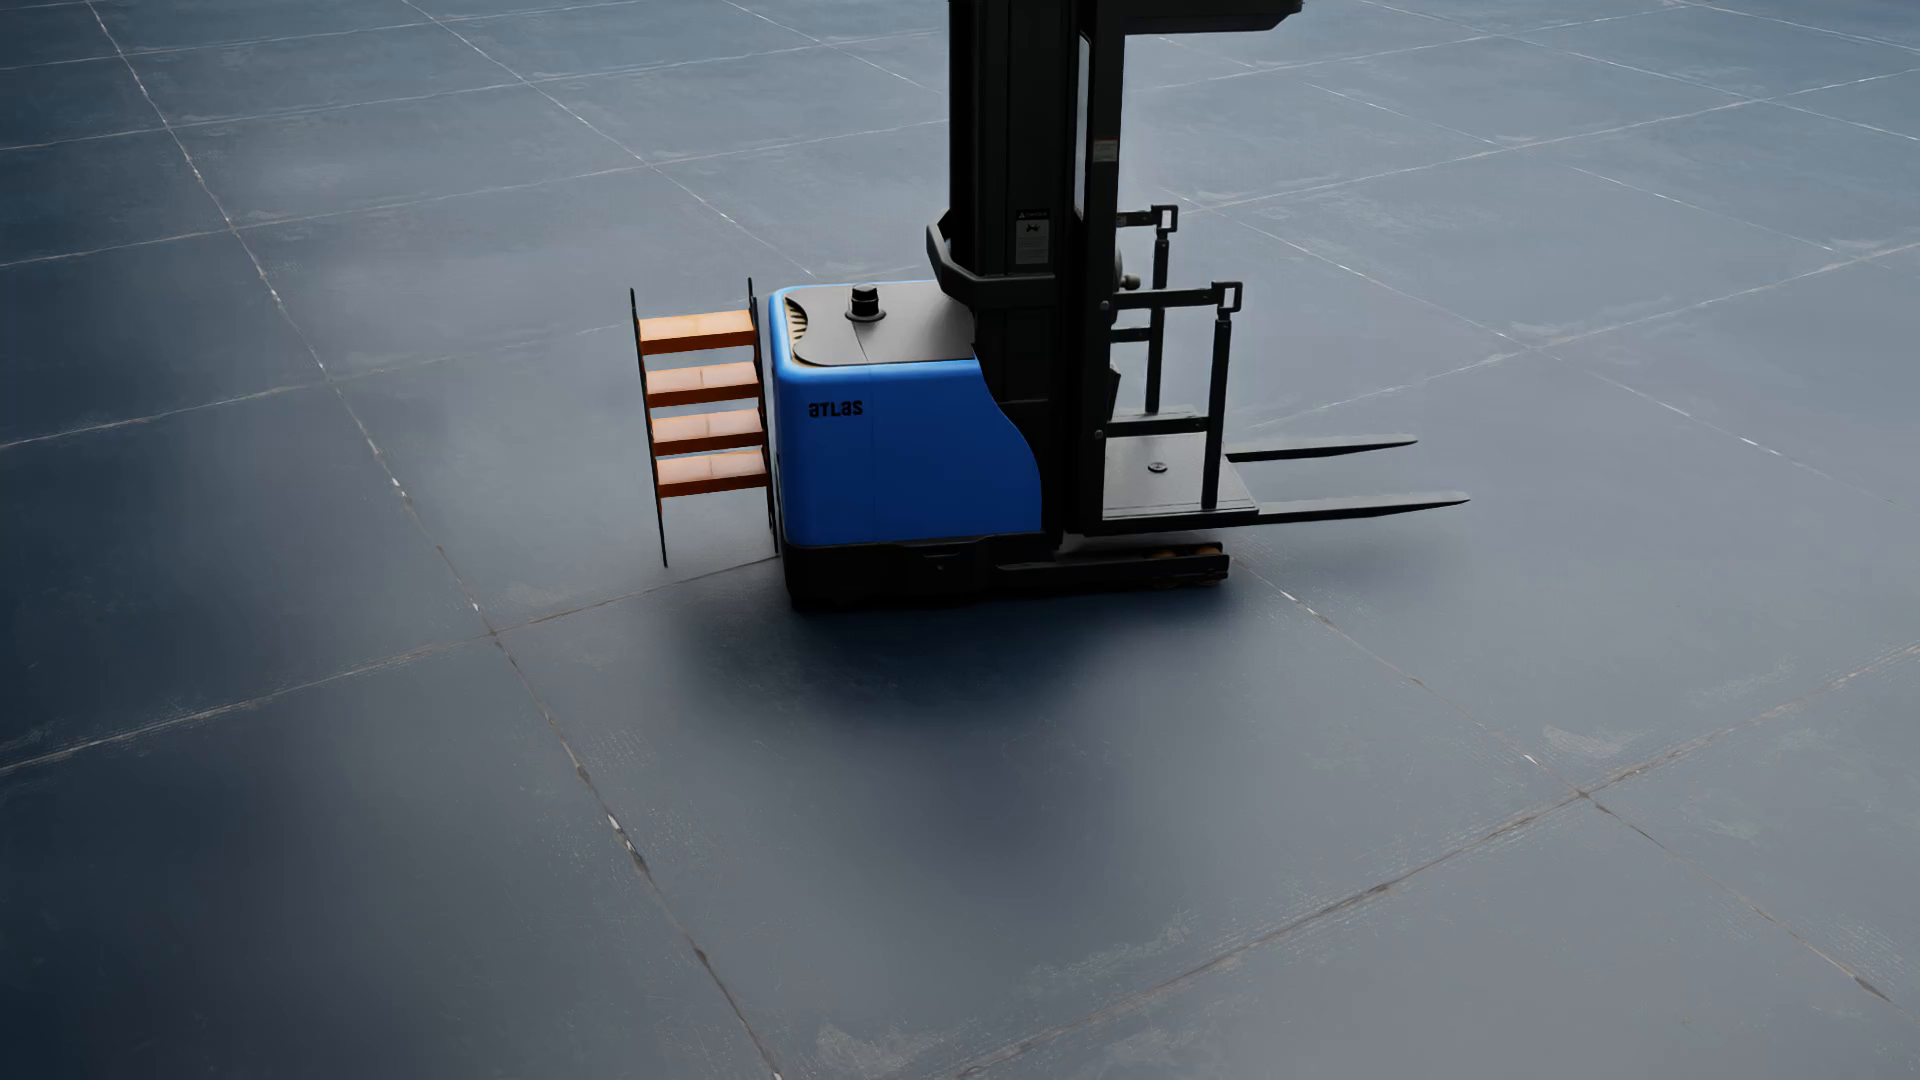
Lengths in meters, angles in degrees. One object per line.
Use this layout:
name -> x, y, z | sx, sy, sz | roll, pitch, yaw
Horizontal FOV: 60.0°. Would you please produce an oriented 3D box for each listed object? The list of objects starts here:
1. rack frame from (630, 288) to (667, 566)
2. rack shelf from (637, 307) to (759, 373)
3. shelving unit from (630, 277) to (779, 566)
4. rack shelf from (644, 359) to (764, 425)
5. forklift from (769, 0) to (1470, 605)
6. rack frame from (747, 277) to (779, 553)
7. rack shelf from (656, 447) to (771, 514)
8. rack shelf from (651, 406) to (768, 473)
rack frame -> -1.325, -0.466, 7.090 | 0.015, 1.200, 0.240 | -7, 30, -10
rack shelf -> -1.095, -0.838, 6.939 | 0.480, 0.148, 0.258 | -7, 30, -10
shelving unit -> -1.087, -0.495, 7.130 | 0.503, 1.200, 0.258 | -7, 30, -10
rack shelf -> -1.090, -0.631, 7.054 | 0.480, 0.148, 0.258 | -7, 30, -10
forklift -> 0.713, -1.324, 6.852 | 3.031, 2.935, 1.130 | -4, 29, -7
rack frame -> -0.848, -0.523, 7.171 | 0.015, 1.200, 0.240 | -7, 30, -10
rack shelf -> -1.081, -0.262, 7.260 | 0.480, 0.148, 0.258 | -7, 30, -10
rack shelf -> -1.085, -0.436, 7.163 | 0.480, 0.148, 0.258 | -7, 30, -10
